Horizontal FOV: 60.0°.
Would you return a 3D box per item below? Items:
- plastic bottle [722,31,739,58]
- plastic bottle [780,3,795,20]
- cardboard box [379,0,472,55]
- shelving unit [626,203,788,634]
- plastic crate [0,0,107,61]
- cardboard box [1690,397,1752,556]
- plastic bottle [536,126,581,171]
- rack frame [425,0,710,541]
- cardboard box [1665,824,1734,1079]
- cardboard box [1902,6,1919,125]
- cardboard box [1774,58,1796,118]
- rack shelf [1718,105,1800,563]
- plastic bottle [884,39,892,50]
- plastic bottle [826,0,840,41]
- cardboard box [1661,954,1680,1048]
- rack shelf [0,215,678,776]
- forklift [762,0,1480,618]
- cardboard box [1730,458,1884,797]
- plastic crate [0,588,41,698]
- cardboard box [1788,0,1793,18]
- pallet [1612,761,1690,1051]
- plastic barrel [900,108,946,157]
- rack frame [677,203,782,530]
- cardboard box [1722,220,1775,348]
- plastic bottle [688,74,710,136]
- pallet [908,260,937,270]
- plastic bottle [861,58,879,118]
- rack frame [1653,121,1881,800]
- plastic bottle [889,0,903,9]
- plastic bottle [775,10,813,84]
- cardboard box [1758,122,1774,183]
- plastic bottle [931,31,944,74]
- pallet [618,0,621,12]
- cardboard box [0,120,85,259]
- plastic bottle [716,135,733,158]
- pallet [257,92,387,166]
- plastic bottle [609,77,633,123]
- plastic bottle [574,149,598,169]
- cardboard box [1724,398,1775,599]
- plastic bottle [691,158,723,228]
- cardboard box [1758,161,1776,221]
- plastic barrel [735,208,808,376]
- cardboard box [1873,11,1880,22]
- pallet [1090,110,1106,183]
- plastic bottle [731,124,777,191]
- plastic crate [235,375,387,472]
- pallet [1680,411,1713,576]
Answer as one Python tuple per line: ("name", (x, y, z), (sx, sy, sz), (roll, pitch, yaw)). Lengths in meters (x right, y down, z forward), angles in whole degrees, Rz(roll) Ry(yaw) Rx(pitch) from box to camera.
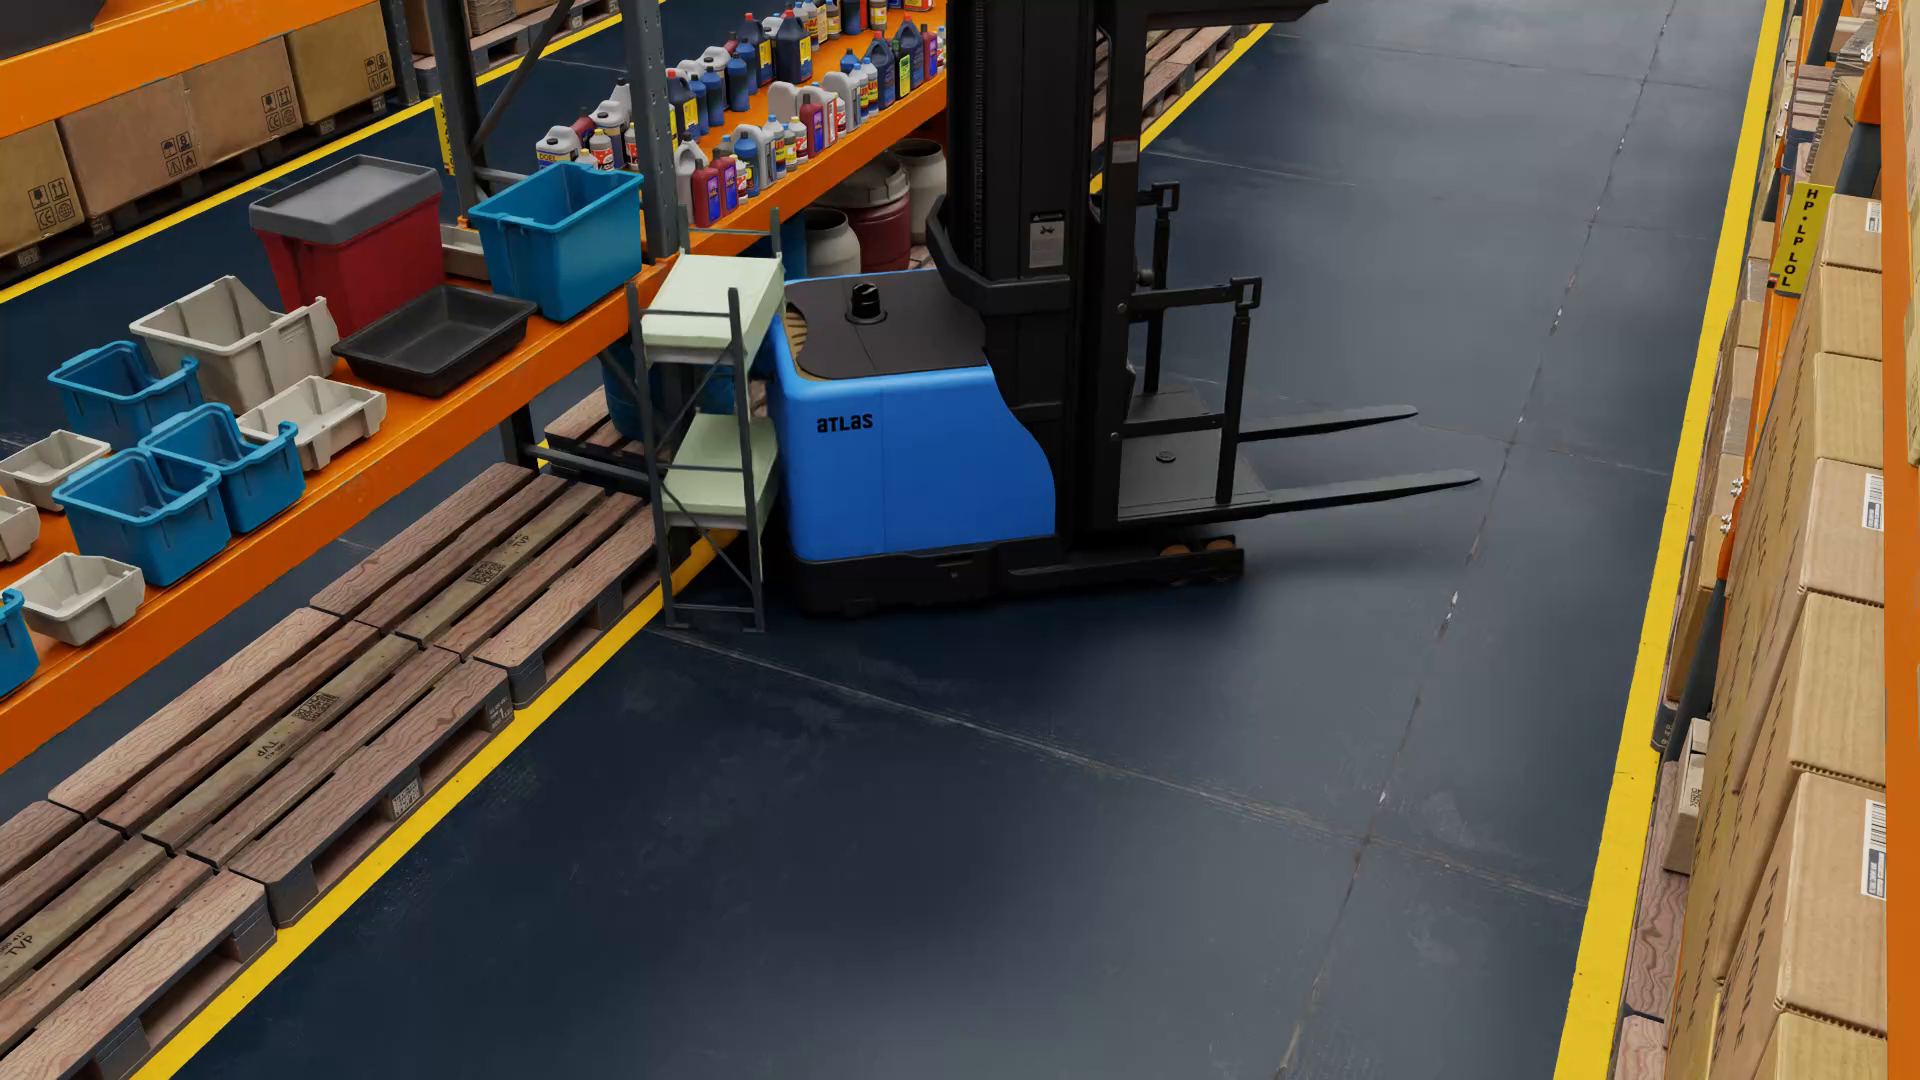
("plastic bottle", (-1.134, -2.358, 8.216), (0.061, 0.283, 0.133), (14, 36, 20))
("plastic bottle", (-0.904, -2.632, 8.634), (0.061, 0.283, 0.133), (14, 36, 20))
("cardboard box", (-4.141, -4.000, 12.493), (0.700, 0.500, 0.500), (12, 35, 18))
("shelving unit", (-0.941, -0.469, 6.567), (0.431, 1.500, 0.755), (3, 34, 5))
("plastic crate", (-2.363, -1.329, 3.862), (0.504, 0.338, 0.767), (14, 36, 20))
("cardboard box", (3.290, -0.200, 6.699), (0.500, 0.500, 0.500), (15, 36, 21))
("plastic bottle", (-1.707, -1.613, 7.088), (0.152, 0.276, 0.135), (14, 36, 20))
("rack frame", (-1.578, -1.395, 6.641), (1.000, 3.000, 0.127), (14, 36, 20))
("cardboard box", (1.614, 0.902, 3.048), (0.500, 0.500, 0.500), (14, 36, 21))
("cardboard box", (2.278, -1.015, 3.463), (0.500, 0.250, 0.500), (14, 36, 20))
("cardboard box", (5.438, -2.846, 10.468), (0.500, 0.311, 0.500), (13, 35, 19))
("rack shelf", (3.756, -0.952, 6.622), (1.077, 0.370, 4.000), (14, 36, 20))
("plastic bottle", (-0.353, -2.325, 8.166), (0.061, 0.283, 0.133), (14, 36, 20))
("plastic bottle", (-0.702, -2.814, 8.987), (0.097, 0.201, 0.097), (0, 33, 0))
("cardboard box", (2.195, 1.337, 4.658), (0.380, 0.166, 0.250), (14, 36, 20))
("rack shelf", (-2.415, -0.098, 5.319), (1.077, 0.370, 4.000), (14, 36, 20))
("forklift", (0.720, -1.315, 6.583), (3.031, 2.935, 1.130), (-7, 34, -10))
("cardboard box", (1.821, 0.224, 3.169), (0.500, 0.500, 0.500), (15, 36, 22))
("plastic crate", (-2.574, 0.267, 4.205), (0.416, 0.233, 0.300), (14, 36, 20))
("cardboard box", (6.884, -4.296, 13.191), (0.500, 0.250, 0.500), (14, 36, 20))
("pallet", (2.631, 1.252, 5.149), (1.003, 0.211, 1.213), (14, 36, 20))
("plastic barrel", (-0.094, -2.407, 9.782), (0.600, 0.830, 0.708), (14, 36, 20))
("rack frame", (-0.902, -0.670, 6.870), (0.400, 1.500, 0.023), (3, 34, 5))
("cardboard box", (4.143, -1.226, 8.263), (0.500, 0.500, 0.500), (16, 36, 22))
("plastic bottle", (-1.222, -2.025, 7.720), (0.097, 0.271, 0.097), (0, 33, 0))
("pallet", (-0.708, -1.213, 8.907), (1.003, 0.211, 1.213), (14, 36, 20))
("plastic bottle", (-0.440, -2.161, 7.927), (0.097, 0.271, 0.097), (0, 33, 0))
("rack frame", (2.919, -0.256, 4.905), (1.000, 3.000, 0.127), (14, 36, 20))
("plastic bottle", (-0.379, -3.194, 9.498), (0.152, 0.276, 0.135), (14, 36, 20))
("plastic bottle", (-0.835, -2.488, 8.353), (0.144, 0.351, 0.185), (14, 36, 20))
("cardboard box", (5.230, -2.356, 10.233), (0.500, 0.250, 0.500), (15, 36, 21))
("plastic bottle", (-0.133, -2.497, 8.503), (0.097, 0.201, 0.097), (0, 33, 0))
("pallet", (-3.054, -4.961, 14.623), (1.003, 0.211, 1.213), (14, 36, 20))
("cardboard box", (-5.827, -2.141, 9.335), (1.225, 0.875, 0.875), (14, 36, 21))
("plastic bottle", (-1.006, -1.656, 7.221), (0.097, 0.201, 0.097), (0, 33, 0))
("pallet", (-4.801, -2.982, 11.605), (1.003, 0.211, 1.213), (14, 36, 20))
("plastic bottle", (-1.491, -1.907, 7.467), (0.144, 0.351, 0.185), (14, 36, 20))
("plastic bottle", (-1.586, -1.563, 7.079), (0.097, 0.201, 0.097), (0, 33, 0))
("cardboard box", (2.459, -0.107, 4.586), (0.500, 0.500, 0.500), (15, 36, 22))
("plastic bottle", (-1.037, -1.431, 6.803), (0.061, 0.283, 0.133), (14, 36, 20))
("cardboard box", (4.588, -1.826, 8.913), (0.500, 0.311, 0.500), (15, 36, 22))
("plastic barrel", (-1.039, -1.312, 8.047), (0.600, 0.901, 0.708), (14, 36, 20))
("cardboard box", (4.432, -2.126, 7.283), (0.700, 0.500, 0.500), (3, 33, 4))
("pallet", (0.455, -2.598, 11.019), (1.003, 0.211, 1.213), (14, 36, 20))
("plastic bottle", (-0.885, -1.668, 7.172), (0.152, 0.276, 0.135), (14, 36, 20))
("plastic crate", (-2.034, -0.373, 5.269), (0.293, 0.136, 0.466), (14, 36, 20))
("pallet", (3.734, -0.114, 7.231), (1.003, 0.211, 1.213), (14, 36, 20))
